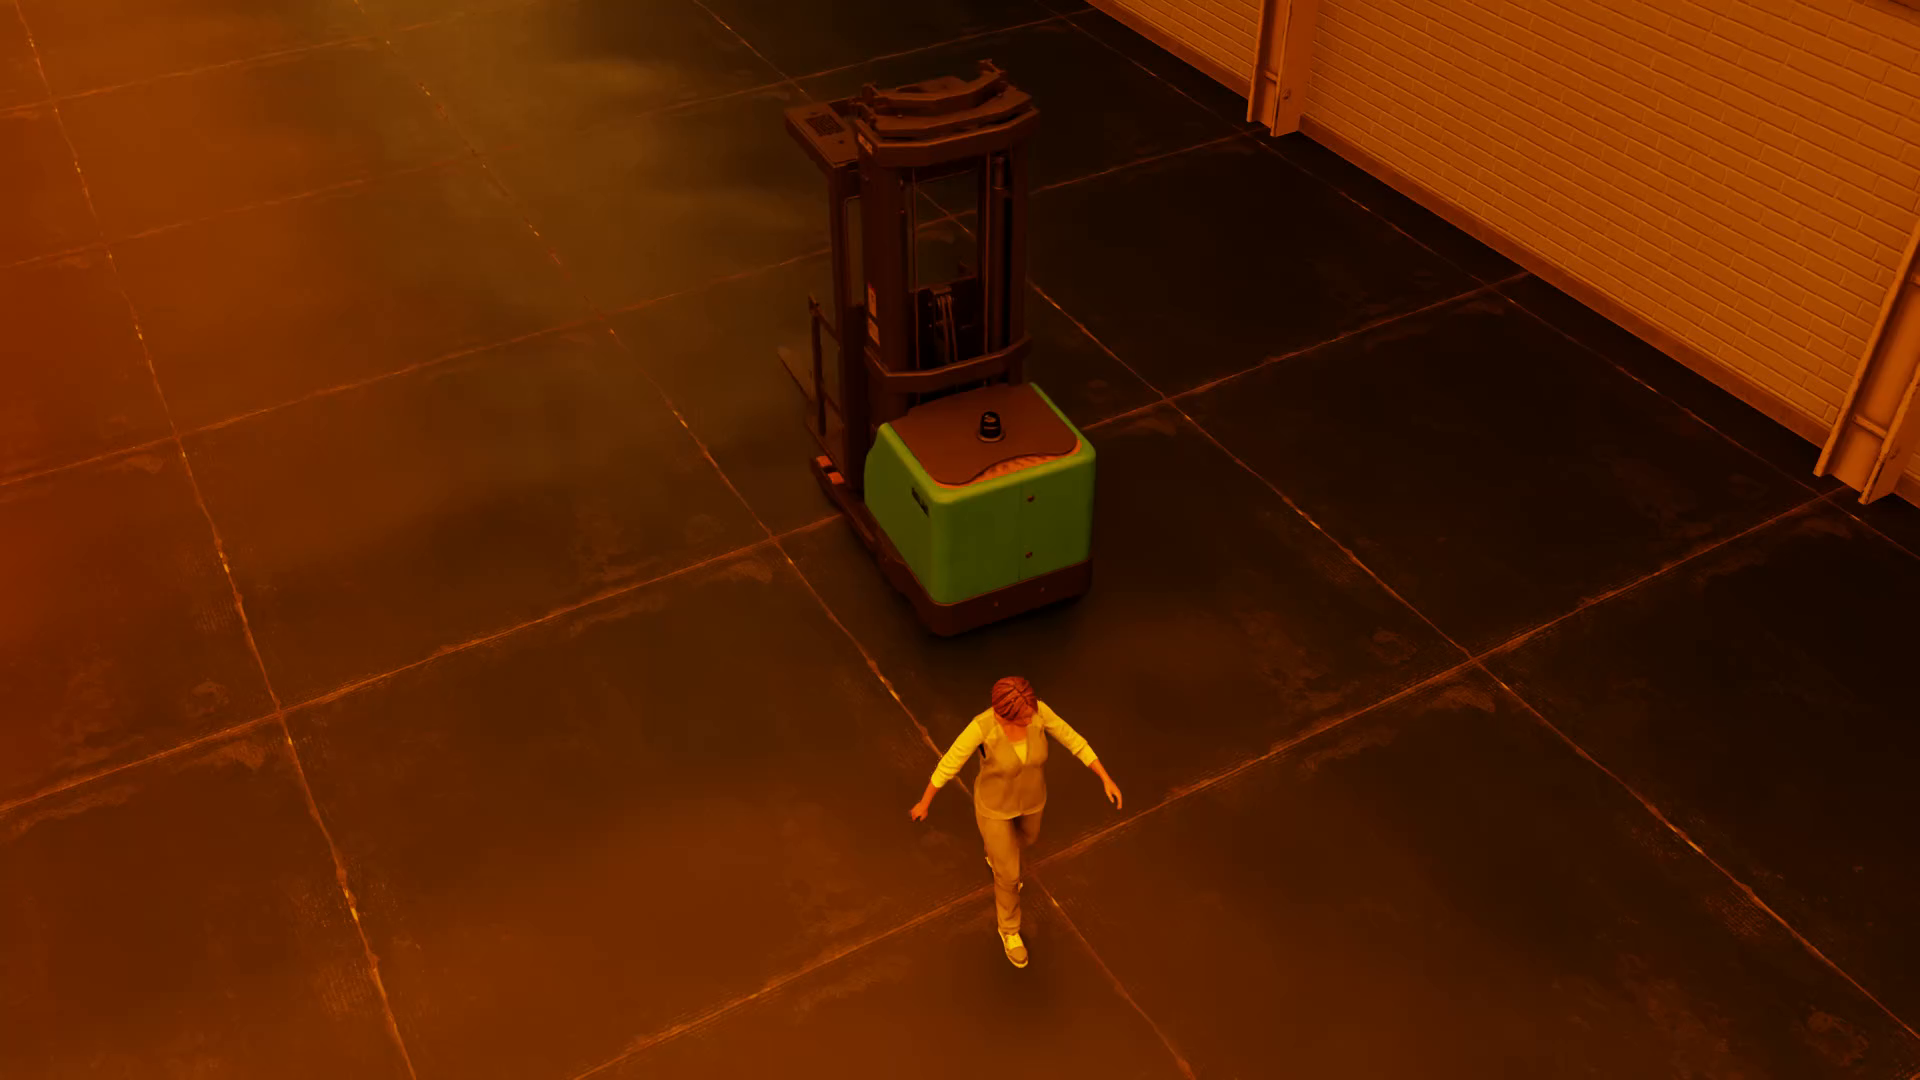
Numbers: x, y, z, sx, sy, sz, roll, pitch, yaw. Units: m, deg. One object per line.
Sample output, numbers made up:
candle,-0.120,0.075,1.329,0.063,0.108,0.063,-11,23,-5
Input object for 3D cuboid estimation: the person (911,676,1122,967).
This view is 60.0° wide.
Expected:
person,0.223,1.230,7.632,0.822,1.579,0.708,-18,43,-20

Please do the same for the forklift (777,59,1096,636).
forklift,-0.316,-1.511,9.858,1.130,2.935,3.031,-17,43,-20
